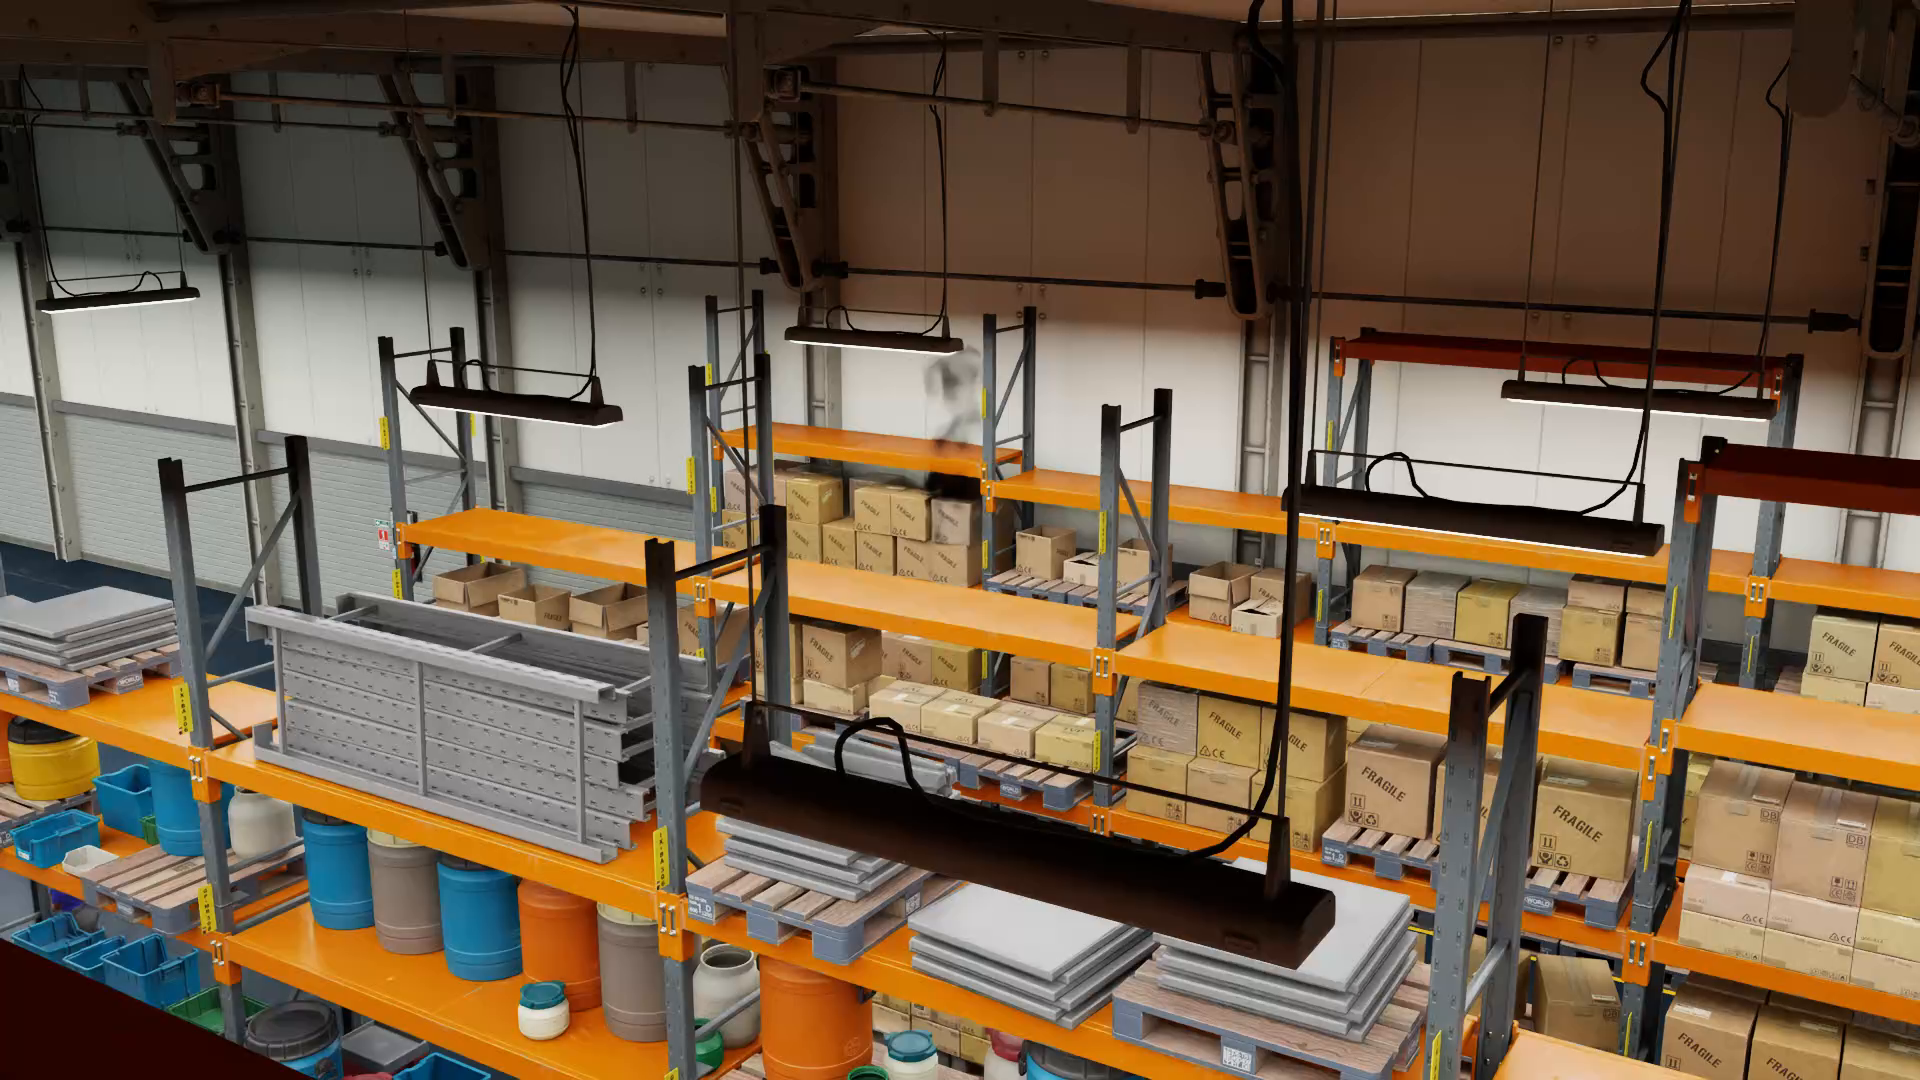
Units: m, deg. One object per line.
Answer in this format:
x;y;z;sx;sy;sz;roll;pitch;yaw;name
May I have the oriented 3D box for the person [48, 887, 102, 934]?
-8.151;3.585;15.511;0.789;1.706;0.569;-2;14;-6;person
